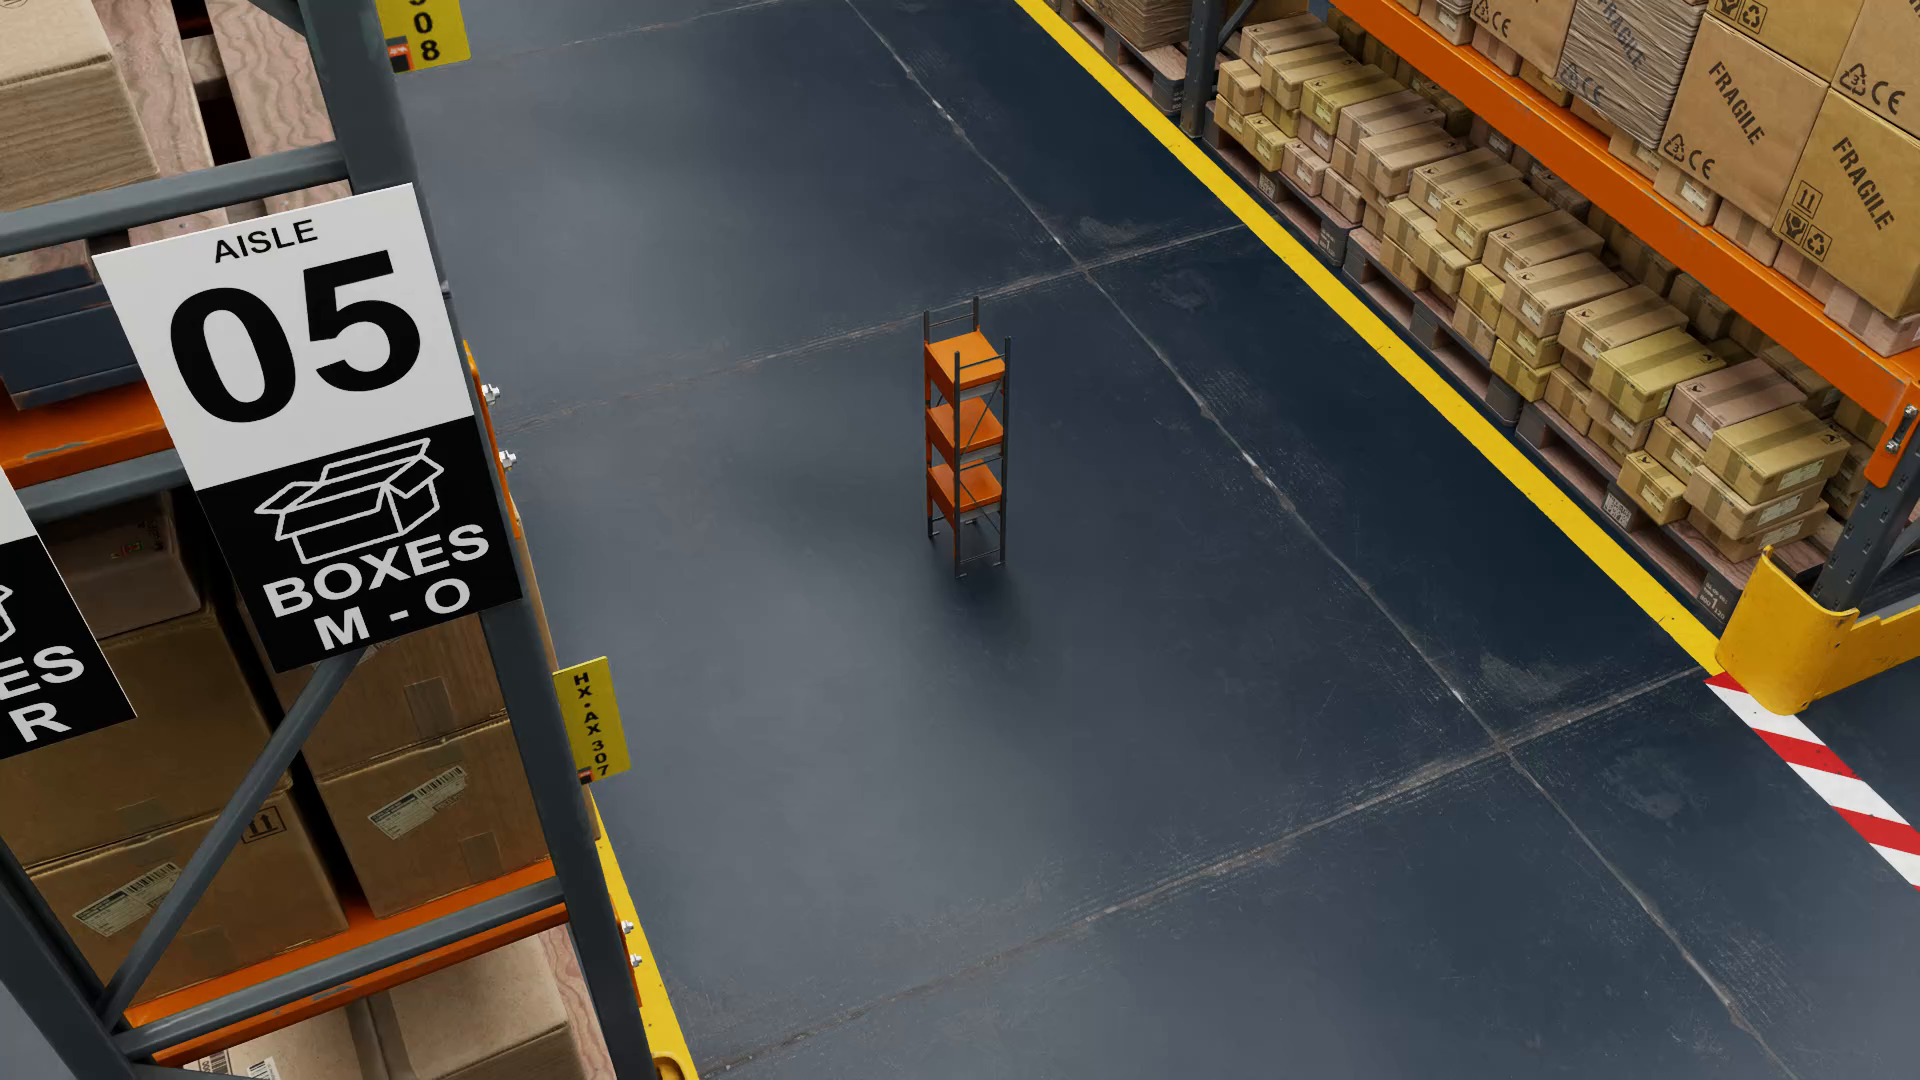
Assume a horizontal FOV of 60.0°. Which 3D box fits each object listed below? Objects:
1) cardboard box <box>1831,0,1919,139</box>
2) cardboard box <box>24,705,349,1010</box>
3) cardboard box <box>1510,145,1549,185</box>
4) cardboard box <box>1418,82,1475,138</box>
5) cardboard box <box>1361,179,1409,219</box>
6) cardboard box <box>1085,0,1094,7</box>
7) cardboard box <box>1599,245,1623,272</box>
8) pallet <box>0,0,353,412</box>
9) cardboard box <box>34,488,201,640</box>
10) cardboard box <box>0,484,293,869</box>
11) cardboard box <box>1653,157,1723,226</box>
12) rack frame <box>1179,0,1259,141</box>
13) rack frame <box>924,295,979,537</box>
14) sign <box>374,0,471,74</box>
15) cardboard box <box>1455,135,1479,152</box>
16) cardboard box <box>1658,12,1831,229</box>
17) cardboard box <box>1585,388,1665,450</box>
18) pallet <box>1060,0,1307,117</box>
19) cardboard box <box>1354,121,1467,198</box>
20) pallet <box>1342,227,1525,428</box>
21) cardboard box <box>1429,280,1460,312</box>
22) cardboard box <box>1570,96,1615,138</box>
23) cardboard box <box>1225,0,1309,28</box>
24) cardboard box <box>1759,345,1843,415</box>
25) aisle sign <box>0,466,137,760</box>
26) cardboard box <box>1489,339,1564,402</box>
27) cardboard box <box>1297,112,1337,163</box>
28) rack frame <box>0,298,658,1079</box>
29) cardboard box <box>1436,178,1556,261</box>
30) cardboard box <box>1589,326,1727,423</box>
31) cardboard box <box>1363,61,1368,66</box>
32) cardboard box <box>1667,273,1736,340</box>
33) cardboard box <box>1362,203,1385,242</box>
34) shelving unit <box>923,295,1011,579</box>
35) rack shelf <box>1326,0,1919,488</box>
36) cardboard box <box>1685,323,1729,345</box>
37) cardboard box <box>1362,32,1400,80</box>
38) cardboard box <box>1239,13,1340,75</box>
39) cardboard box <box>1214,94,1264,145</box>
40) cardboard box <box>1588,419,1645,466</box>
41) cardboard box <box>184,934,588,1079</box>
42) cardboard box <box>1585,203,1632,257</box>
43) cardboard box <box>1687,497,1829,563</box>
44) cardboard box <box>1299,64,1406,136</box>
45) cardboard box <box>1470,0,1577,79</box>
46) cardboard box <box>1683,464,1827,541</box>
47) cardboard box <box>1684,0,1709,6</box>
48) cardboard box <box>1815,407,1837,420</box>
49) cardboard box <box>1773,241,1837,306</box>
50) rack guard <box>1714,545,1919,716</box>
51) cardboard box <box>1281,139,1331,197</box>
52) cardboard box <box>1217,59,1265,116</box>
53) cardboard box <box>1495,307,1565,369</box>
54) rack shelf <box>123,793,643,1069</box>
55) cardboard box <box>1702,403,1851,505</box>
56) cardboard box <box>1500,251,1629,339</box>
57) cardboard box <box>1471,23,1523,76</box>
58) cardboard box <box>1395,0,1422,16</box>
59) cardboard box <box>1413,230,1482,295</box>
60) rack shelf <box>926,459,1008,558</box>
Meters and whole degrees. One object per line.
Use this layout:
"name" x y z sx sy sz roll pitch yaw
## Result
"cardboard box" 2.842 -1.405 4.543 0.500 0.500 0.500 -19 48 -18
"cardboard box" -1.632 0.572 3.463 0.500 0.500 0.500 -18 47 -17
"cardboard box" 2.579 -1.625 7.069 0.380 0.149 0.250 -20 48 -19
"cardboard box" 2.256 -1.939 7.387 0.380 0.149 0.250 -17 47 -16
"cardboard box" 1.968 -1.519 7.173 0.380 0.149 0.250 -16 47 -16
"cardboard box" 0.823 -3.222 8.861 0.500 0.500 0.500 -19 48 -18
"cardboard box" 2.666 -1.158 6.807 0.380 0.149 0.250 -16 47 -15
"pallet" -1.511 -0.669 2.720 1.003 0.211 1.213 -18 47 -17
"cardboard box" -1.522 0.045 2.824 0.380 0.149 0.250 -17 47 -17
"cardboard box" -1.608 0.209 3.120 0.500 0.500 0.500 -17 47 -16
"cardboard box" 2.548 -1.205 5.514 0.380 0.149 0.250 -17 47 -16
"rack frame" 1.578 -3.238 7.396 1.000 3.000 0.127 -18 47 -17
"rack frame" -0.029 -0.417 5.925 0.200 1.050 0.008 -18 47 -17
"sign" -0.683 -0.730 2.040 0.100 0.325 0.005 -18 47 -17
"cardboard box" 2.394 -1.692 7.348 0.380 0.149 0.250 -17 47 -16
"cardboard box" 2.625 -1.371 5.221 0.500 0.500 0.500 -19 48 -18
"cardboard box" 2.559 -0.513 6.153 0.380 0.149 0.250 -20 48 -19
"pallet" 1.249 -2.741 8.878 1.003 0.211 1.213 -18 47 -17
"cardboard box" 1.911 -1.619 7.062 0.380 0.149 0.250 -17 47 -17
"pallet" 2.409 -1.050 7.163 1.003 0.211 1.213 -18 47 -17
"cardboard box" 2.201 -1.086 6.946 0.380 0.149 0.250 -17 47 -16
"cardboard box" 2.404 -1.571 5.885 0.380 0.149 0.250 -20 48 -19
"cardboard box" 1.508 -3.047 8.683 0.500 0.500 0.500 -16 47 -16
"cardboard box" 3.123 -0.610 6.040 0.380 0.149 0.250 -17 47 -17
"aisle sign" -1.440 0.049 2.214 0.394 0.787 0.004 -18 47 -17
"cardboard box" 2.336 -0.723 6.578 0.380 0.149 0.250 -20 48 -19
"cardboard box" 1.763 -1.874 7.533 0.380 0.149 0.250 -18 47 -18
"rack frame" -1.189 0.837 3.266 1.000 3.000 0.127 -18 47 -17
"cardboard box" 2.169 -1.301 6.740 0.380 0.149 0.250 -18 47 -17
"cardboard box" 2.529 -0.603 6.032 0.380 0.149 0.250 -19 48 -18
"cardboard box" 2.124 -2.203 7.866 0.380 0.149 0.250 -20 48 -19
"cardboard box" 2.953 -0.942 6.376 0.380 0.149 0.250 -20 48 -19
"cardboard box" 2.000 -1.425 7.290 0.380 0.149 0.250 -20 48 -19
"shelving unit" 0.022 -0.340 5.847 0.215 1.050 0.252 -18 47 -17
"rack shelf" 2.419 -1.708 6.357 1.077 0.370 4.000 -18 47 -17
"cardboard box" 3.016 -0.856 6.501 0.380 0.149 0.250 -17 47 -16
"cardboard box" 2.107 -2.284 7.736 0.380 0.149 0.250 -17 47 -17
"cardboard box" 1.535 -2.304 7.757 0.380 0.149 0.250 -16 47 -16
"cardboard box" 1.439 -2.046 7.919 0.380 0.149 0.250 -20 48 -19
"cardboard box" 2.616 -0.426 6.276 0.380 0.149 0.250 -18 47 -18
"cardboard box" -1.557 1.208 4.415 0.875 0.438 0.875 -20 48 -19
"cardboard box" 2.776 -1.303 6.742 0.380 0.149 0.250 -17 47 -17
"cardboard box" 2.849 -0.098 5.944 0.380 0.149 0.250 -17 47 -17
"cardboard box" 1.748 -1.964 7.412 0.380 0.149 0.250 -19 48 -18
"cardboard box" 2.203 -2.012 5.870 0.500 0.500 0.500 -16 47 -15
"cardboard box" 2.779 -0.182 5.818 0.380 0.149 0.250 -19 48 -18
"cardboard box" 2.402 -2.056 5.204 0.500 0.500 0.500 -16 47 -15
"cardboard box" 3.208 -0.531 6.171 0.380 0.149 0.250 -18 47 -18
"cardboard box" 2.796 -0.894 5.199 0.380 0.149 0.250 -18 47 -17
"rack guard" 3.228 0.152 5.740 1.175 0.500 0.348 -18 47 -17
"cardboard box" 1.703 -1.733 7.602 0.380 0.149 0.250 -18 47 -18
"cardboard box" 1.440 -2.153 7.816 0.380 0.149 0.250 -16 47 -16
"cardboard box" 2.329 -0.839 6.483 0.380 0.149 0.250 -17 47 -17
"rack shelf" -2.030 -0.181 4.810 1.077 0.370 4.000 -18 47 -17
"cardboard box" 2.807 -0.298 5.724 0.380 0.149 0.250 -18 47 -17
"cardboard box" 2.315 -0.941 6.376 0.380 0.149 0.250 -16 47 -16
"cardboard box" 2.153 -1.890 6.208 0.380 0.149 0.250 -16 47 -16
"cardboard box" 1.891 -2.220 6.543 0.380 0.149 0.250 -17 47 -17
"cardboard box" 2.097 -1.175 6.824 0.380 0.149 0.250 -18 47 -17
"rack shelf" 0.022 -0.134 6.049 0.215 0.259 0.240 -18 47 -17
